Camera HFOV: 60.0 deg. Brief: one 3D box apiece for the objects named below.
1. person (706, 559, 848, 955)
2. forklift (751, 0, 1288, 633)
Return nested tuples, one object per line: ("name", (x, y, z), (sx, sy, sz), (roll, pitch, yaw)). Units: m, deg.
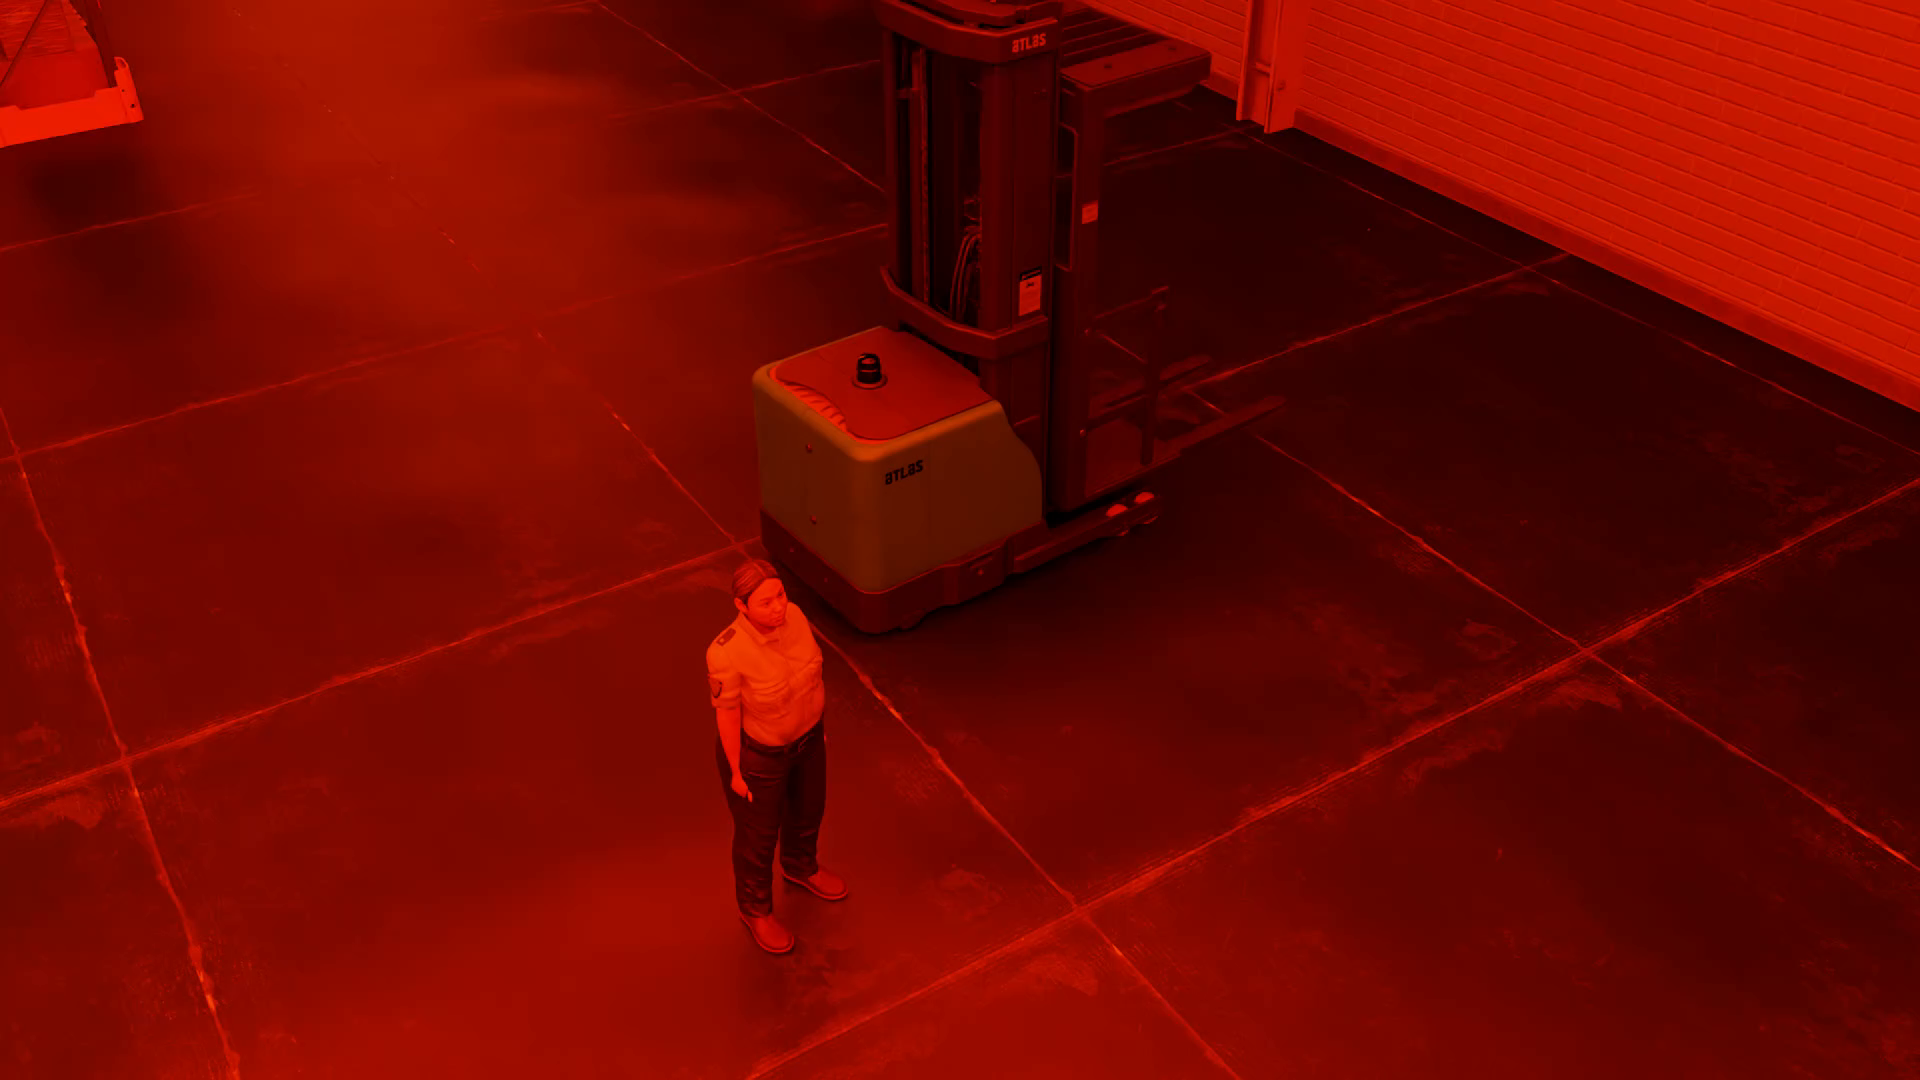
("person", (-0.686, 0.775, 6.167), (0.359, 1.650, 0.481), (23, 41, 29))
("forklift", (0.457, -1.437, 8.192), (3.031, 2.935, 1.130), (-24, 41, -30))
